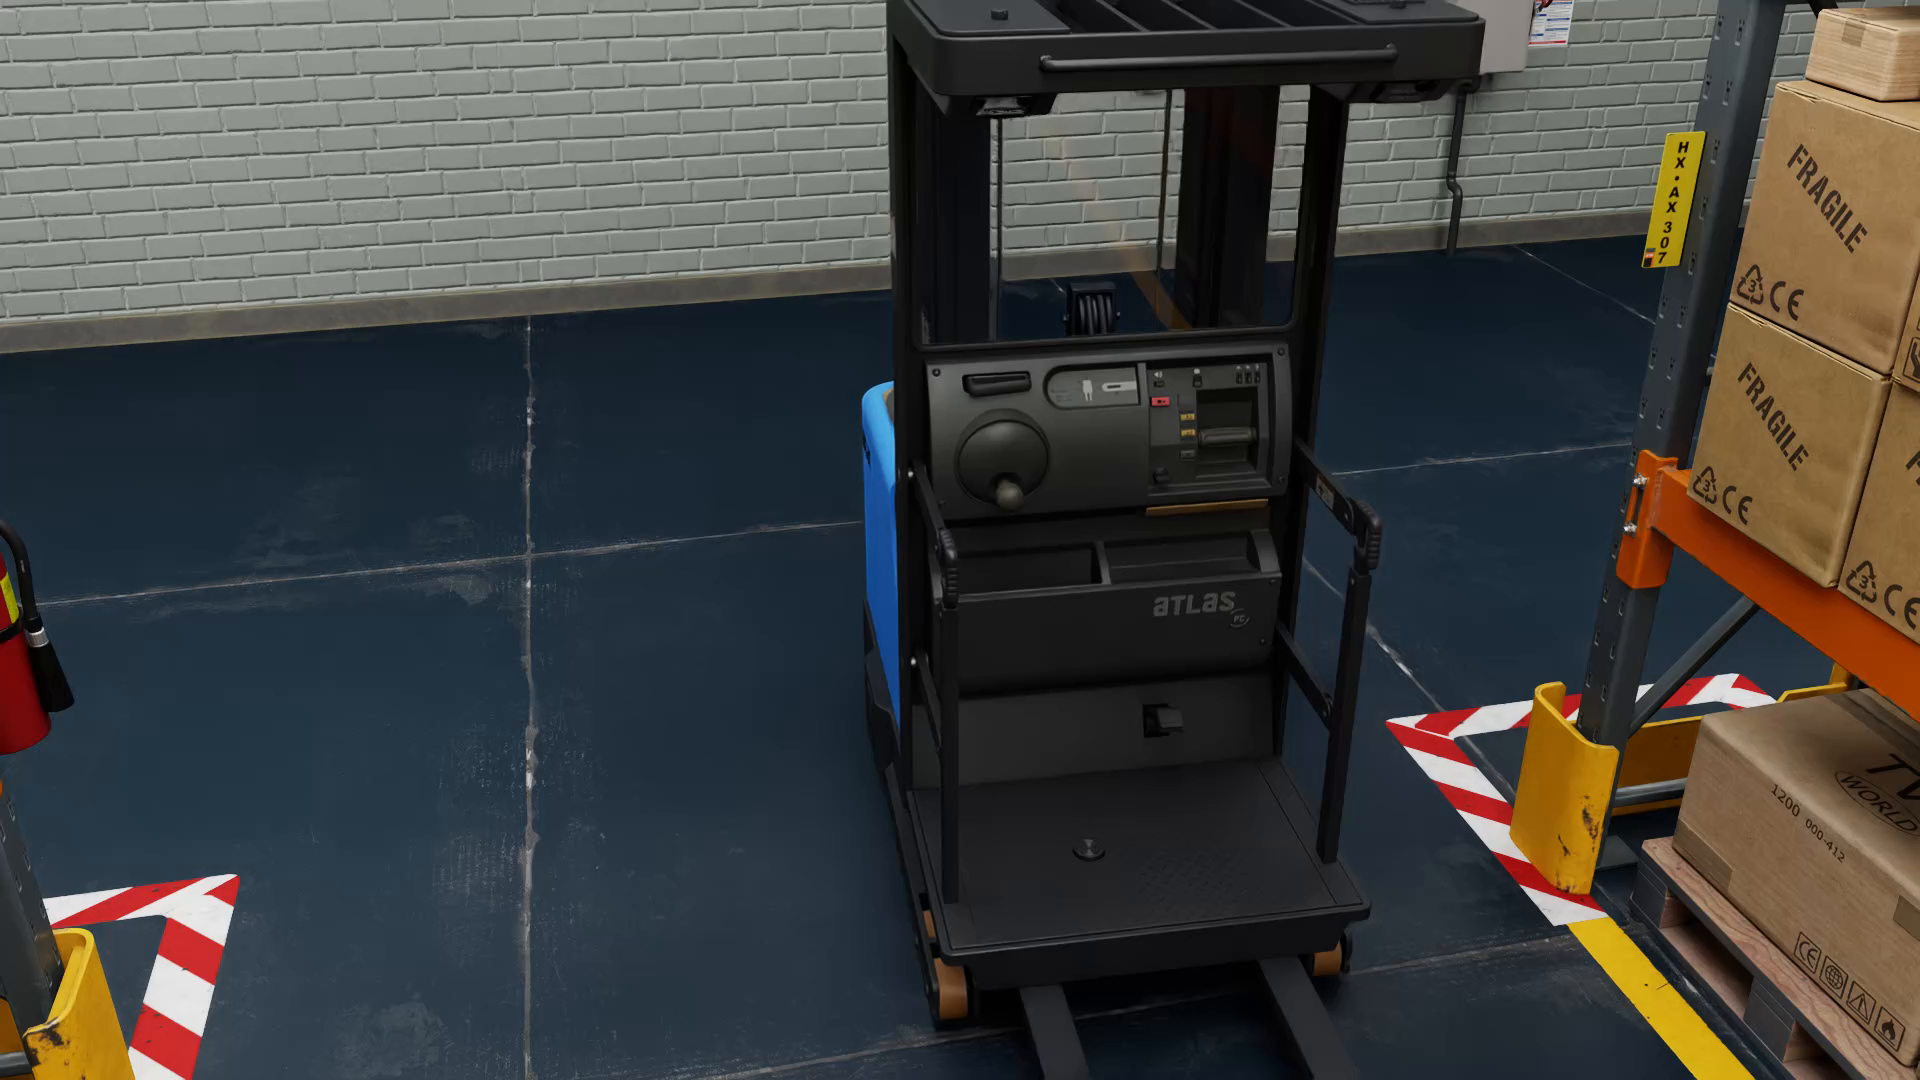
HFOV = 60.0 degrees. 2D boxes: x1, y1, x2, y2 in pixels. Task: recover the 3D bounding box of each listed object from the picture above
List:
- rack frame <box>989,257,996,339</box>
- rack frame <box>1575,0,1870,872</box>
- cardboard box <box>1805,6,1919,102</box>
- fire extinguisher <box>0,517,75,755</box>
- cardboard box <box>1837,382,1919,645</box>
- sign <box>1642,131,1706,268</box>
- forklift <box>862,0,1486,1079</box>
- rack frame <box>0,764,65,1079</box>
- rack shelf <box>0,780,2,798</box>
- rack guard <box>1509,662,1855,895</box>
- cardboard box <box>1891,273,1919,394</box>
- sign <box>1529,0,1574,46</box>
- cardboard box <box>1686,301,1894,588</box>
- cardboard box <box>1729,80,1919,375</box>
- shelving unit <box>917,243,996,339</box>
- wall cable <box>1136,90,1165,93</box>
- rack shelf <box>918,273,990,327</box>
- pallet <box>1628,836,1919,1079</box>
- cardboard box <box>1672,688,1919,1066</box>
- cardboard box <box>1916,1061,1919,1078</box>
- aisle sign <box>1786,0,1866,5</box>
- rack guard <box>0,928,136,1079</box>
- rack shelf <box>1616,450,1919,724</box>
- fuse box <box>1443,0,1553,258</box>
[{"bbox_3d":[0.018,-0.501,6.411,0.240,1.200,0.015,-6,27,-12],"label":"rack frame"},{"bbox_3d":[2.250,-0.444,4.301,1.000,3.000,0.127,-6,27,-12],"label":"rack frame"},{"bbox_3d":[2.060,-1.041,3.542,0.380,0.149,0.250,-5,27,-11],"label":"cardboard box"},{"bbox_3d":[-2.158,0.147,3.630,0.296,0.674,0.183,-6,27,-12],"label":"fire extinguisher"},{"bbox_3d":[2.219,-0.030,3.369,0.500,0.500,0.500,-6,27,-12],"label":"cardboard box"},{"bbox_3d":[1.707,-0.812,3.982,0.100,0.325,0.005,-6,27,-12],"label":"sign"},{"bbox_3d":[0.418,-0.245,3.982,1.130,2.935,3.031,-4,27,-8],"label":"forklift"},{"bbox_3d":[-2.554,0.103,3.216,0.949,2.616,0.053,-6,27,-12],"label":"rack frame"},{"bbox_3d":[-2.100,1.302,1.640,1.077,0.370,4.000,-6,27,-12],"label":"rack shelf"},{"bbox_3d":[2.244,0.661,4.885,1.175,0.500,0.348,-6,27,-12],"label":"rack guard"},{"bbox_3d":[2.203,-0.469,3.130,0.500,0.500,0.500,-7,28,-13],"label":"cardboard box"},{"bbox_3d":[3.470,-3.165,9.797,0.329,0.494,0.001,-6,27,-12],"label":"sign"},{"bbox_3d":[2.078,-0.249,3.803,0.500,0.500,0.500,-6,27,-12],"label":"cardboard box"},{"bbox_3d":[2.080,-0.695,3.578,0.500,0.500,0.500,-7,28,-13],"label":"cardboard box"},{"bbox_3d":[-0.037,-0.608,6.624,0.258,1.200,0.503,-6,27,-12],"label":"shelving unit"},{"bbox_3d":[0.956,-3.385,8.965,0.585,1.953,0.123,-6,27,-12],"label":"wall cable"},{"bbox_3d":[-0.037,-0.959,6.447,0.258,0.148,0.480,-6,27,-12],"label":"rack shelf"},{"bbox_3d":[2.506,1.144,4.250,1.003,0.211,1.213,-6,27,-12],"label":"pallet"},{"bbox_3d":[2.496,0.792,4.230,0.875,0.438,0.875,-7,28,-13],"label":"cardboard box"},{"bbox_3d":[2.710,1.193,3.435,0.875,0.438,0.875,-5,27,-10],"label":"cardboard box"},{"bbox_3d":[1.951,-1.607,3.719,0.394,0.787,0.004,-6,27,-12],"label":"aisle sign"},{"bbox_3d":[-2.533,1.252,3.714,1.175,0.500,0.348,-6,27,-12],"label":"rack guard"},{"bbox_3d":[2.700,0.755,2.723,1.077,0.370,4.000,-6,27,-12],"label":"rack shelf"},{"bbox_3d":[3.036,-2.491,9.787,0.539,1.711,0.414,-6,27,-12],"label":"fuse box"}]
